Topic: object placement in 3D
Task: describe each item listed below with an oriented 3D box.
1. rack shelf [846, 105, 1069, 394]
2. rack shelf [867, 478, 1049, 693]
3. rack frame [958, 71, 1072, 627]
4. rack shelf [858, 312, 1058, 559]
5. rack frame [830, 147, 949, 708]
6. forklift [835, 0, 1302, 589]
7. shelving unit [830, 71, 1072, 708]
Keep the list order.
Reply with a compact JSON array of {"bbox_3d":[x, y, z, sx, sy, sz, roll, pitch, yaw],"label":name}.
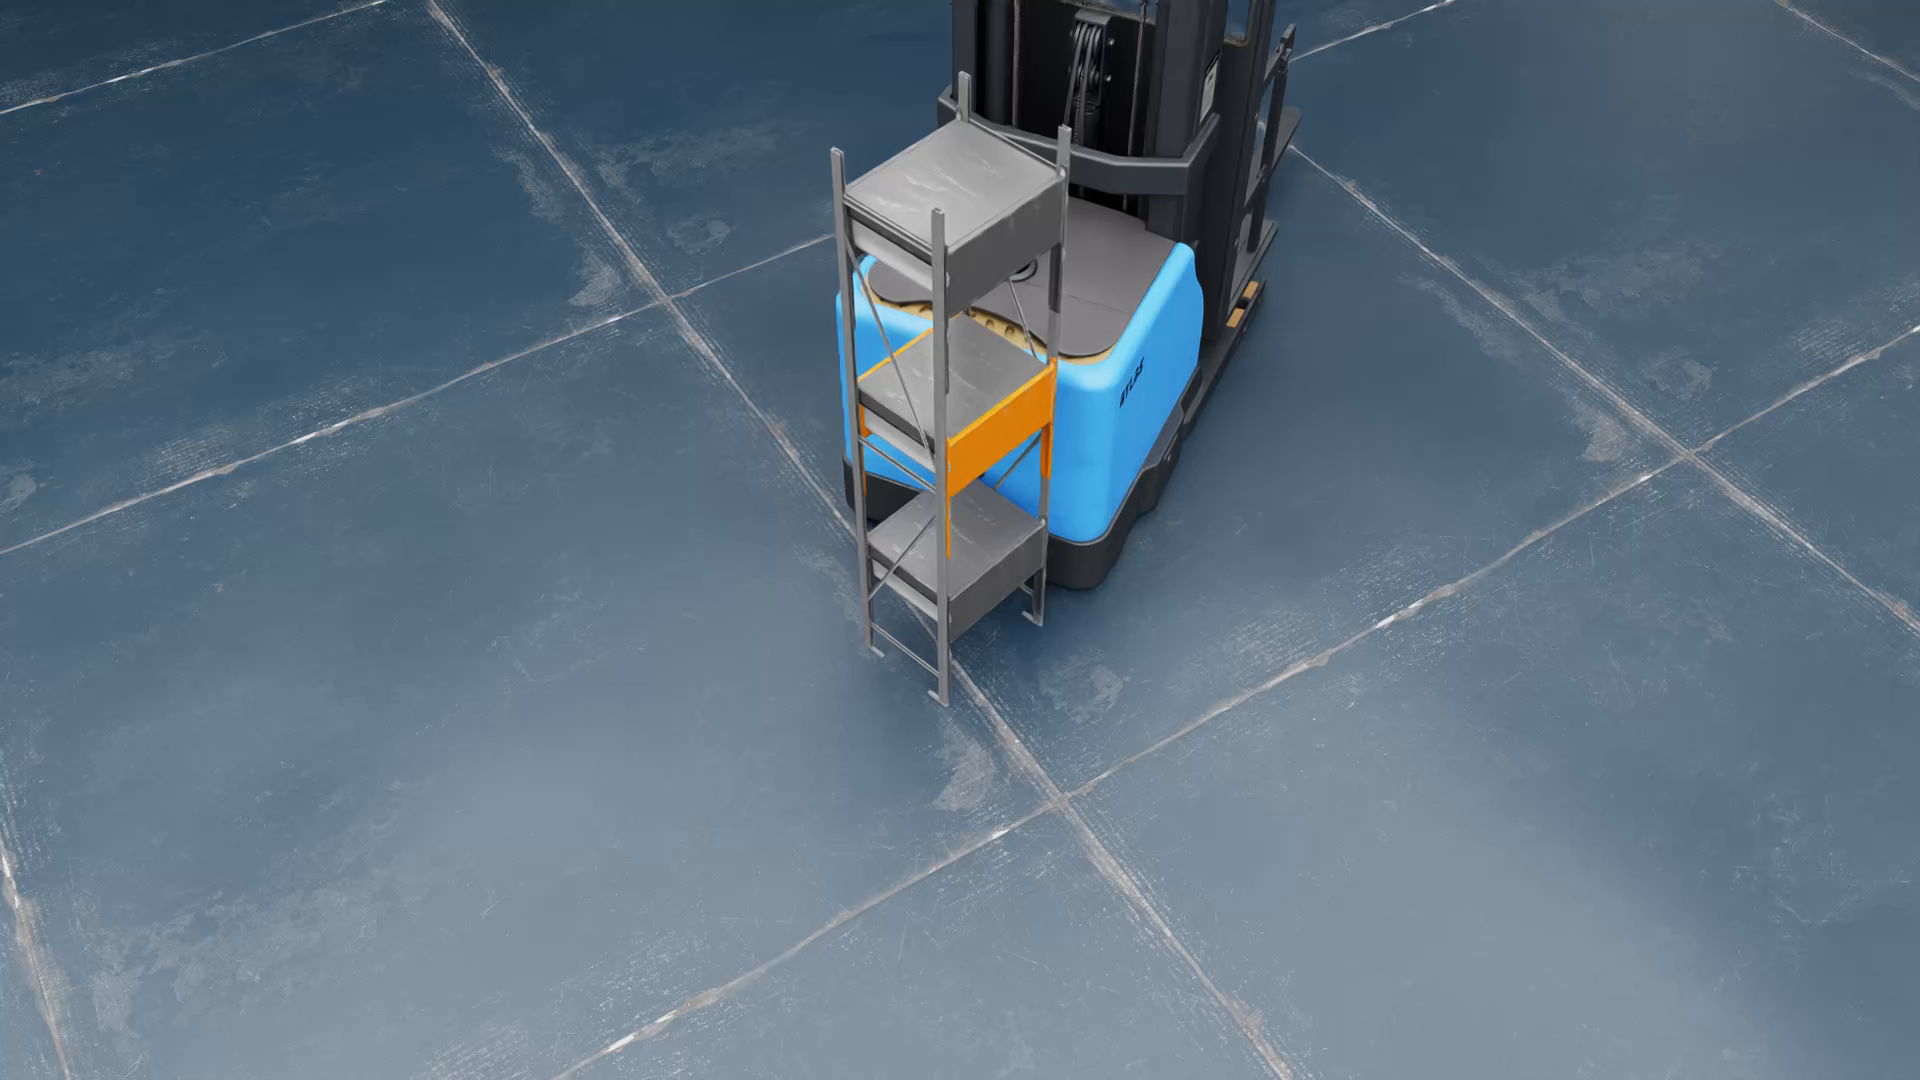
[{"bbox_3d":[-0.021,-0.814,4.650,0.431,0.518,0.480,35,57,27],"label":"rack shelf"},{"bbox_3d":[-0.021,0.117,5.695,0.431,0.518,0.480,35,57,27],"label":"rack shelf"},{"bbox_3d":[0.146,-0.490,5.280,0.400,2.100,0.015,35,57,27],"label":"rack frame"},{"bbox_3d":[-0.021,-0.348,5.172,0.431,0.518,0.480,35,57,27],"label":"rack shelf"},{"bbox_3d":[-0.188,-0.225,5.044,0.400,2.100,0.015,35,57,27],"label":"rack frame"},{"bbox_3d":[0.646,-1.915,5.992,1.130,2.935,3.031,19,51,16],"label":"forklift"},{"bbox_3d":[-0.021,-0.357,5.162,0.431,2.100,0.503,35,57,27],"label":"shelving unit"}]
